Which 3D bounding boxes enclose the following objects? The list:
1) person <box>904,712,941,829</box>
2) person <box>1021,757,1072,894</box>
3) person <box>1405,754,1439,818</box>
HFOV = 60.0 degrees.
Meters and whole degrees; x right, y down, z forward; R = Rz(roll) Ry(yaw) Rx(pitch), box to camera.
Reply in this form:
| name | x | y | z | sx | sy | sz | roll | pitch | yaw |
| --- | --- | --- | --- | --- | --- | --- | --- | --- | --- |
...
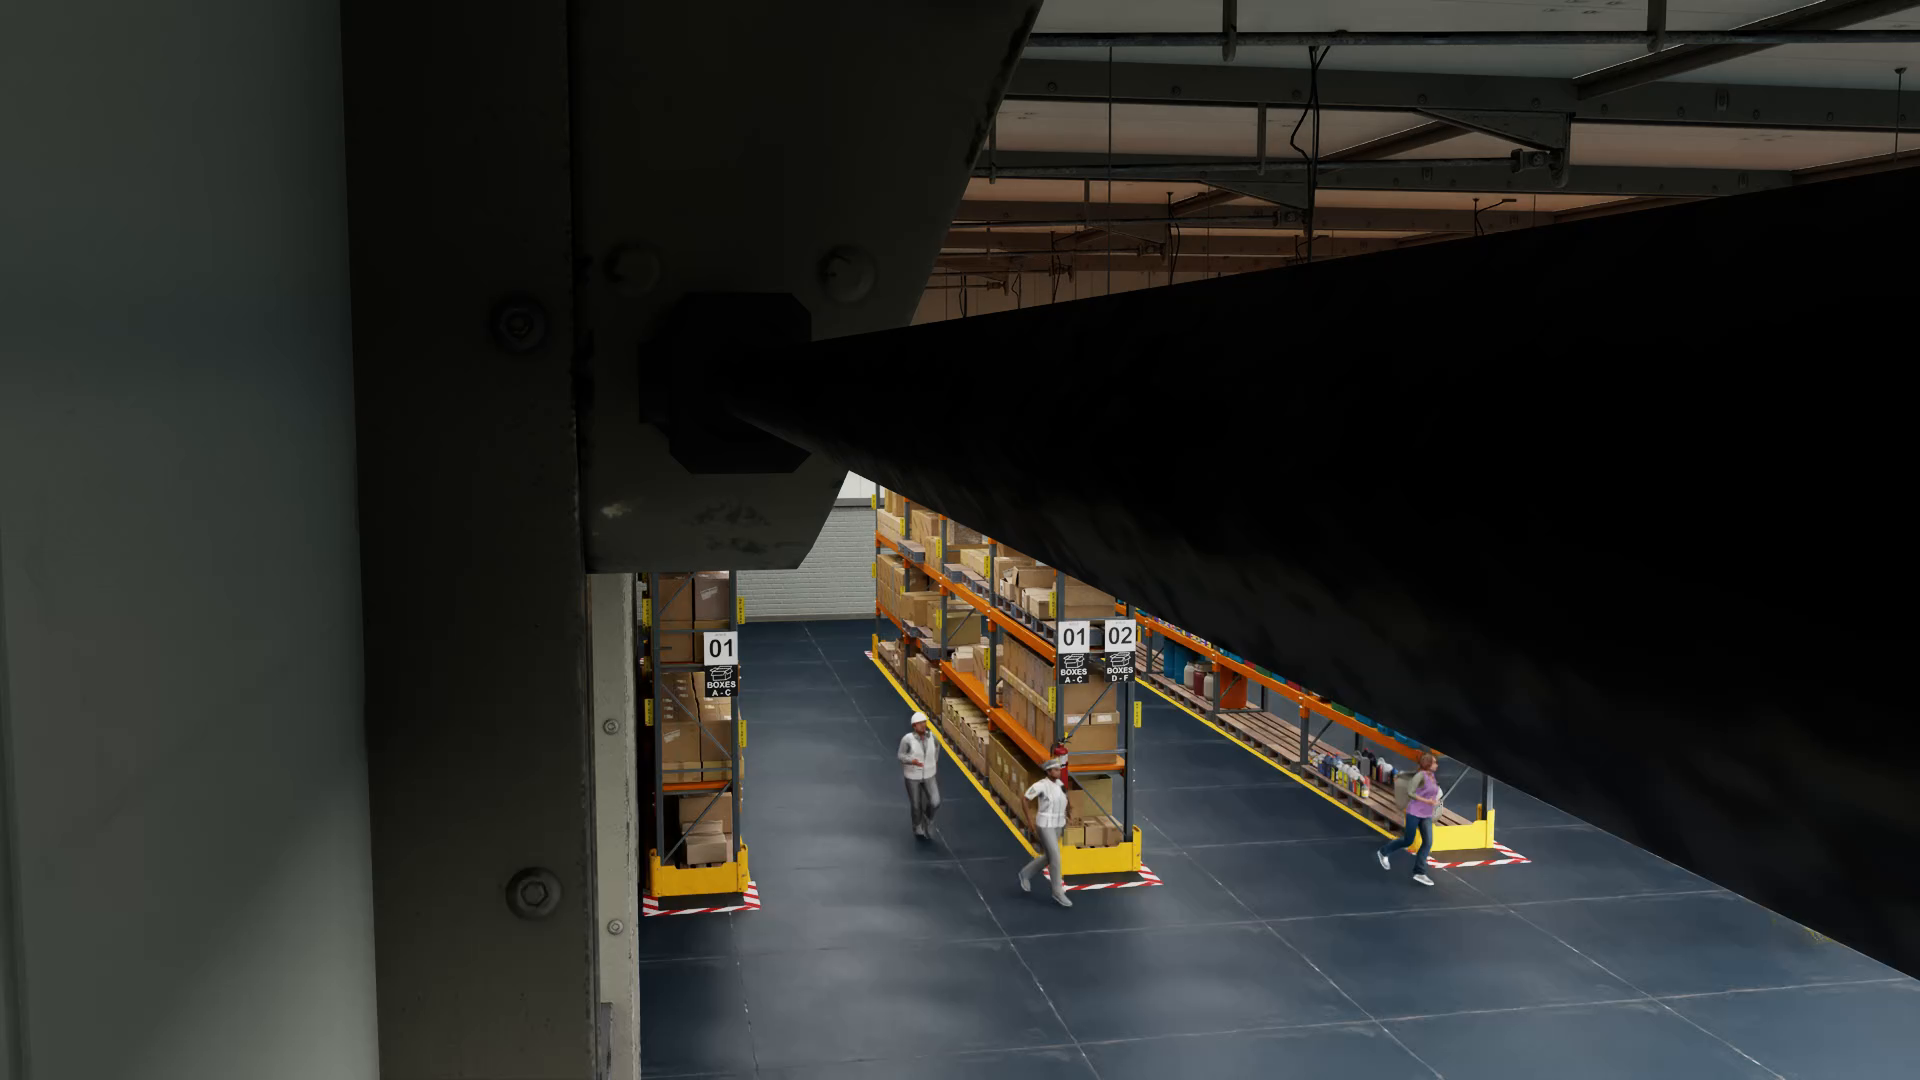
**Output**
| name | x | y | z | sx | sy | sz | roll | pitch | yaw |
| --- | --- | --- | --- | --- | --- | --- | --- | --- | --- |
| person | -0.536 | 3.126 | 22.356 | 0.446 | 1.664 | 0.662 | -2 | 6 | -17 |
| person | 1.069 | 3.388 | 19.944 | 0.701 | 1.570 | 0.609 | 5 | 8 | 43 |
| person | 5.779 | 3.068 | 20.664 | 0.547 | 0.815 | 0.473 | -5 | 7 | -38 |
